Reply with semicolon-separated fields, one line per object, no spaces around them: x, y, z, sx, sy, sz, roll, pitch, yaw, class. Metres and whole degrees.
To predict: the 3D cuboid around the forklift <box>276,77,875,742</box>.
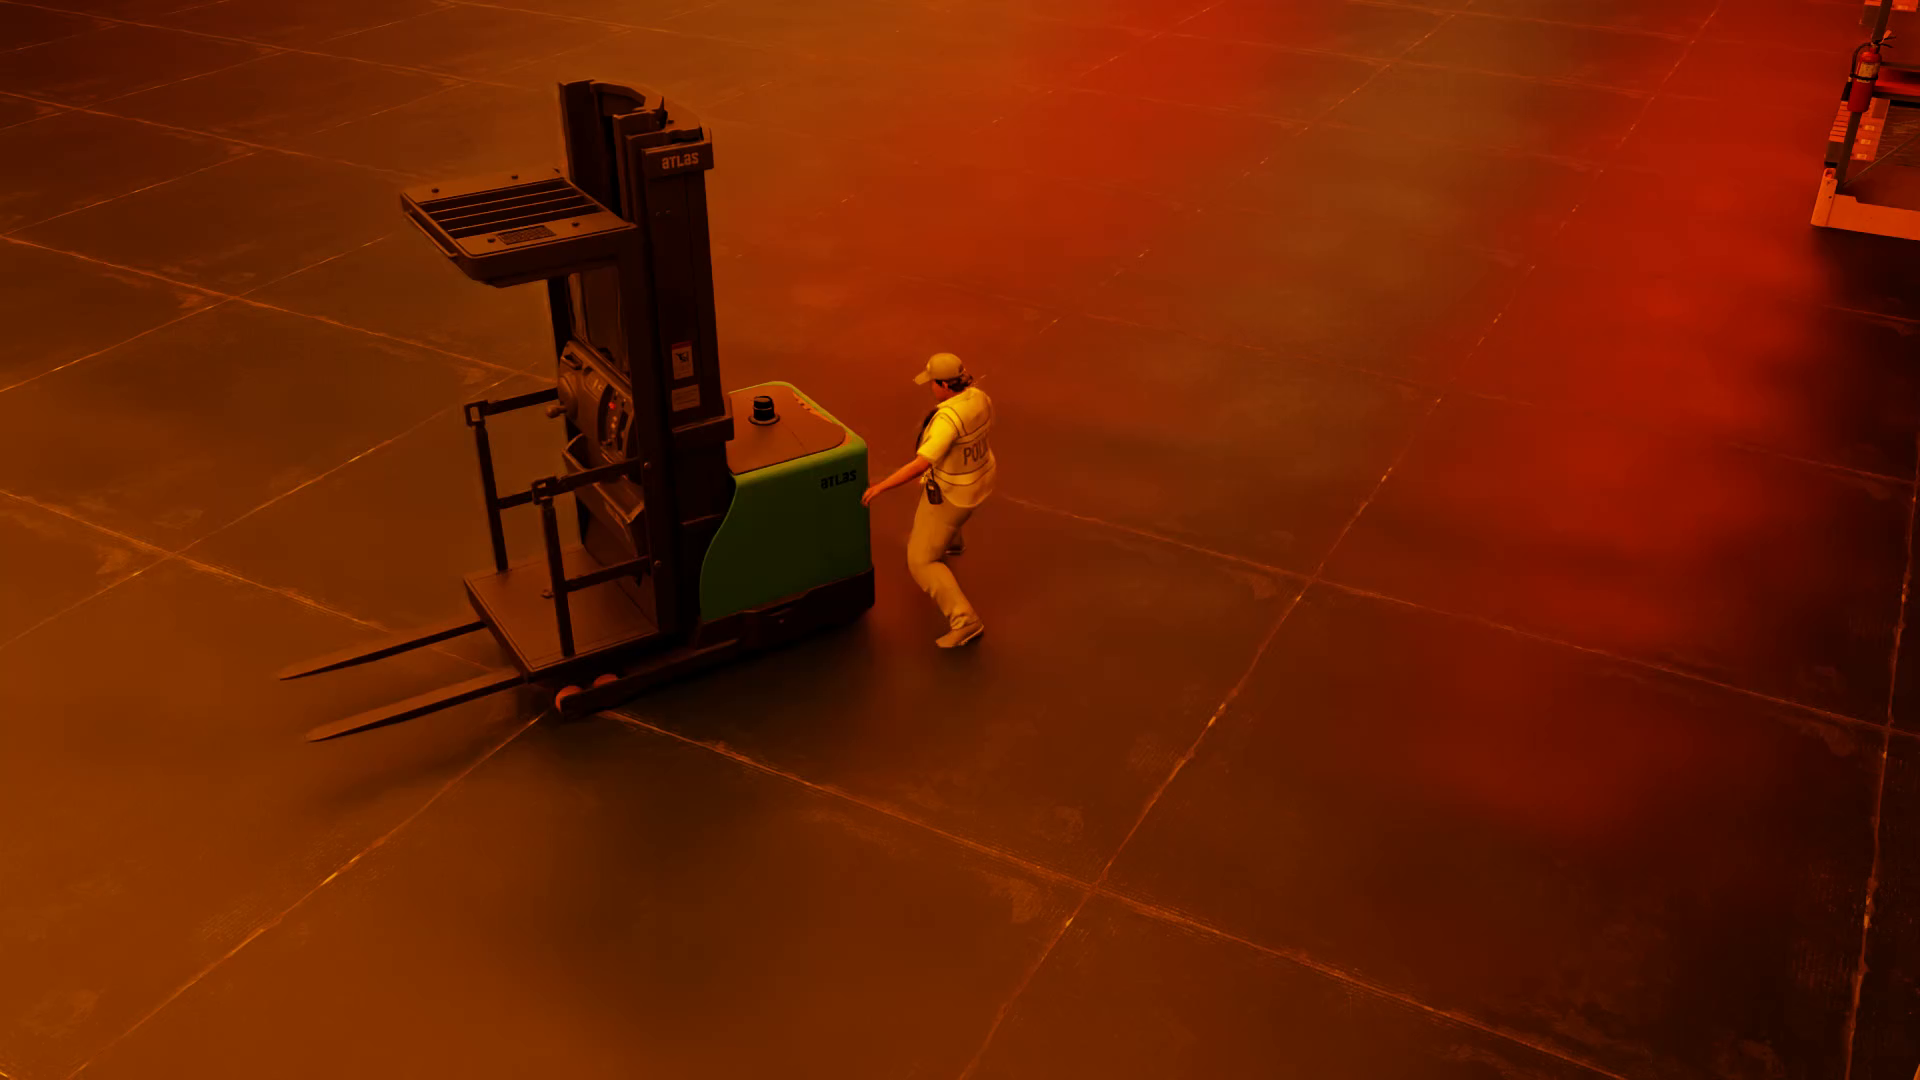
-1.993;-0.665;8.223;3.031;2.935;1.130;-18;34;-28;forklift

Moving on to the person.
-0.095;-0.308;9.073;0.785;1.541;0.928;16;34;25;person
